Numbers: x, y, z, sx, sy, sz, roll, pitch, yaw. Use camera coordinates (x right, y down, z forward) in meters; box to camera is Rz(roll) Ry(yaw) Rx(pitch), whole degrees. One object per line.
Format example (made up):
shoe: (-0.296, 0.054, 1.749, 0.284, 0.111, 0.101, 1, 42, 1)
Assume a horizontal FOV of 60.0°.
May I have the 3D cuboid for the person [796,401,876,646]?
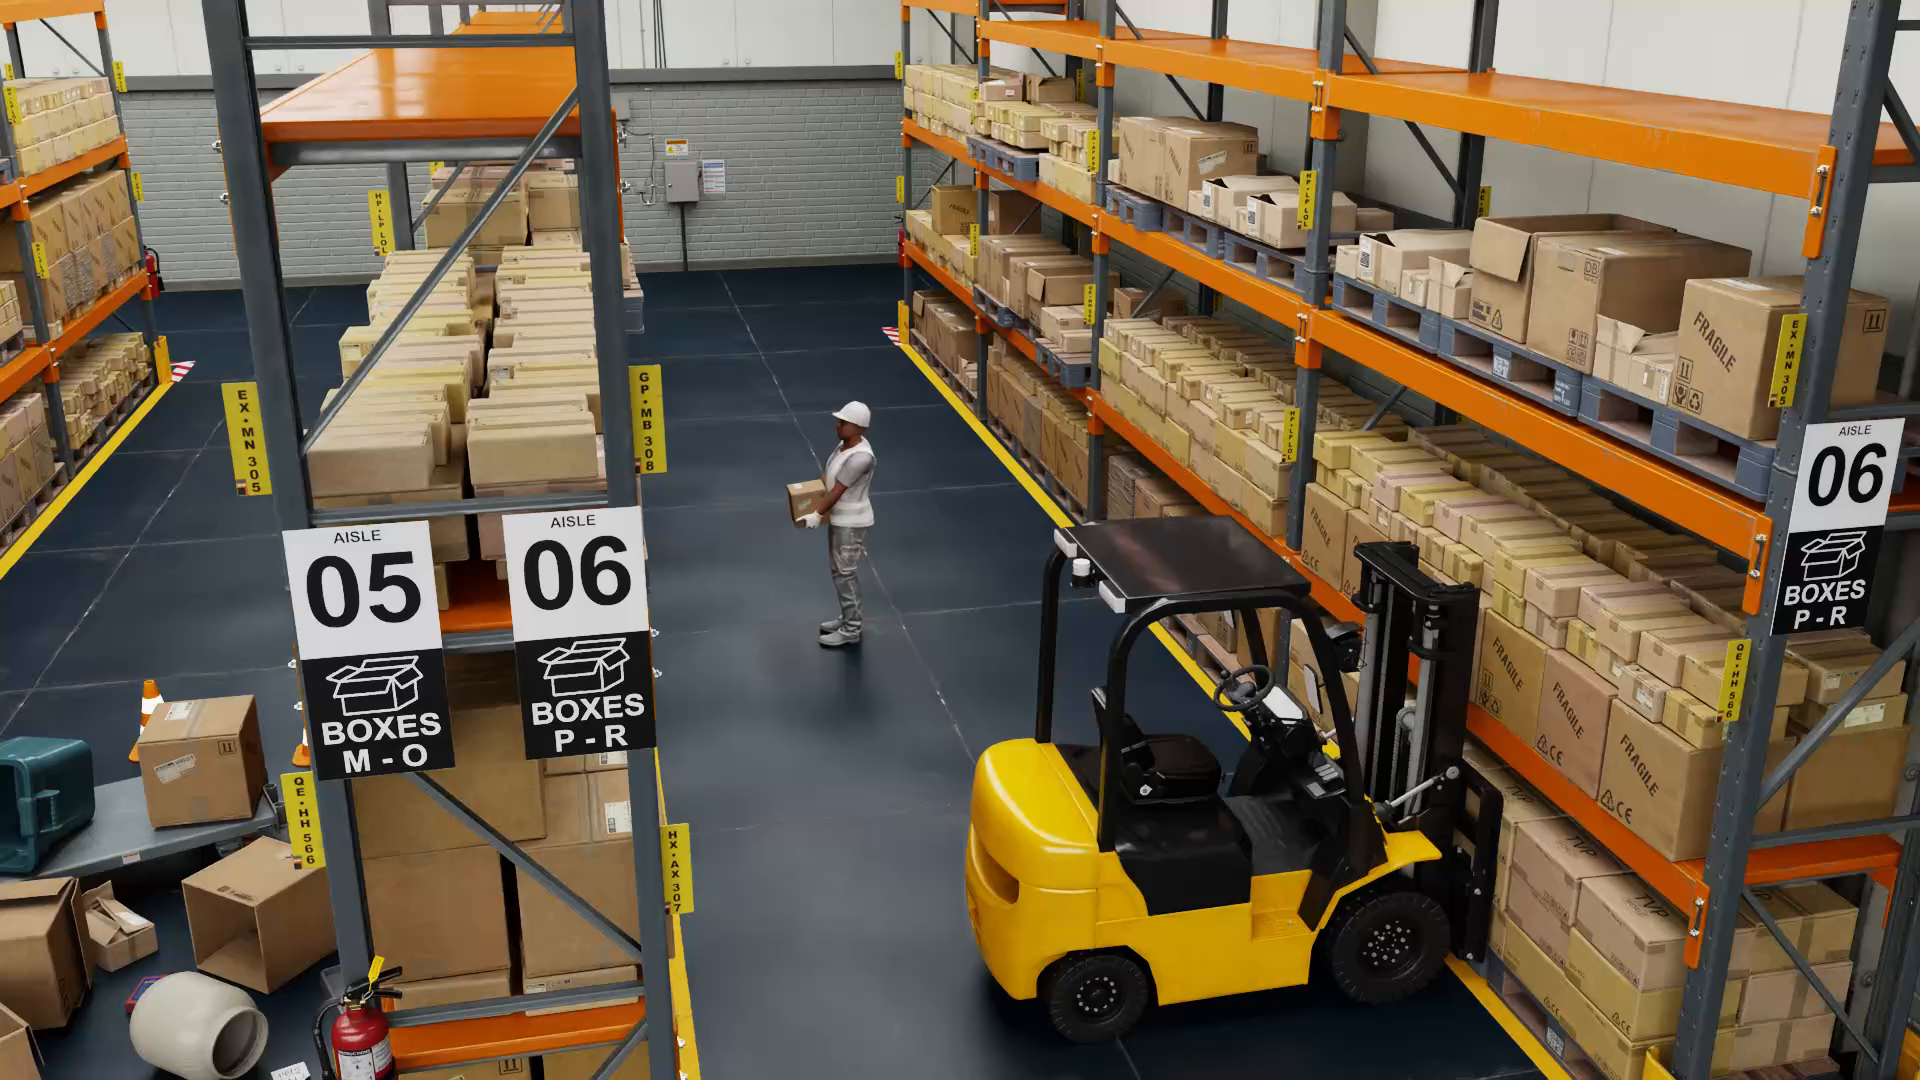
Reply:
person: (-0.898, -0.117, 11.879, 0.584, 1.778, 0.487, -4, 20, -12)
